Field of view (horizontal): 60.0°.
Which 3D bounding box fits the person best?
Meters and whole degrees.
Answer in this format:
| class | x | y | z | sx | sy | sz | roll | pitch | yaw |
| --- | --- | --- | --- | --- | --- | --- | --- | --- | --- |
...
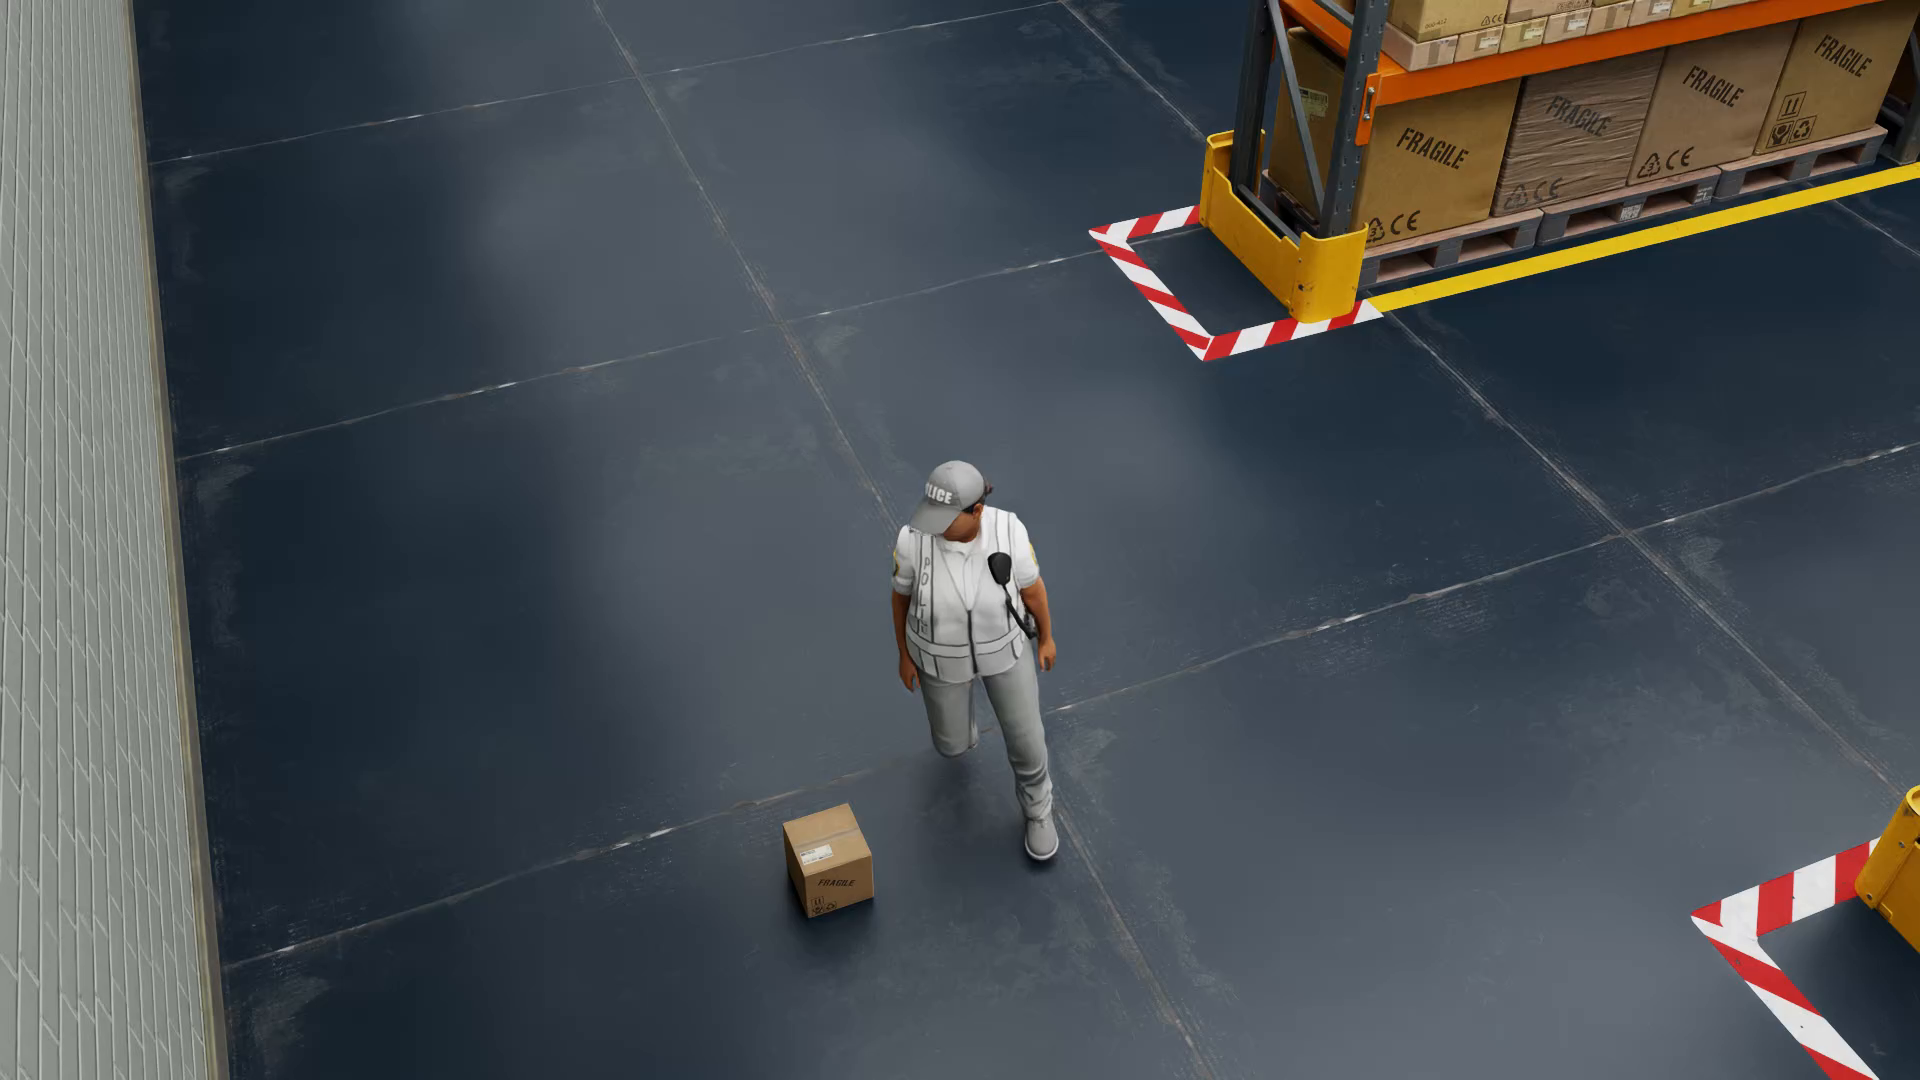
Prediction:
| class | x | y | z | sx | sy | sz | roll | pitch | yaw |
| --- | --- | --- | --- | --- | --- | --- | --- | --- | --- |
| person | 0.059 | 0.355 | 5.761 | 0.576 | 1.604 | 0.758 | -6 | 42 | -7 |
